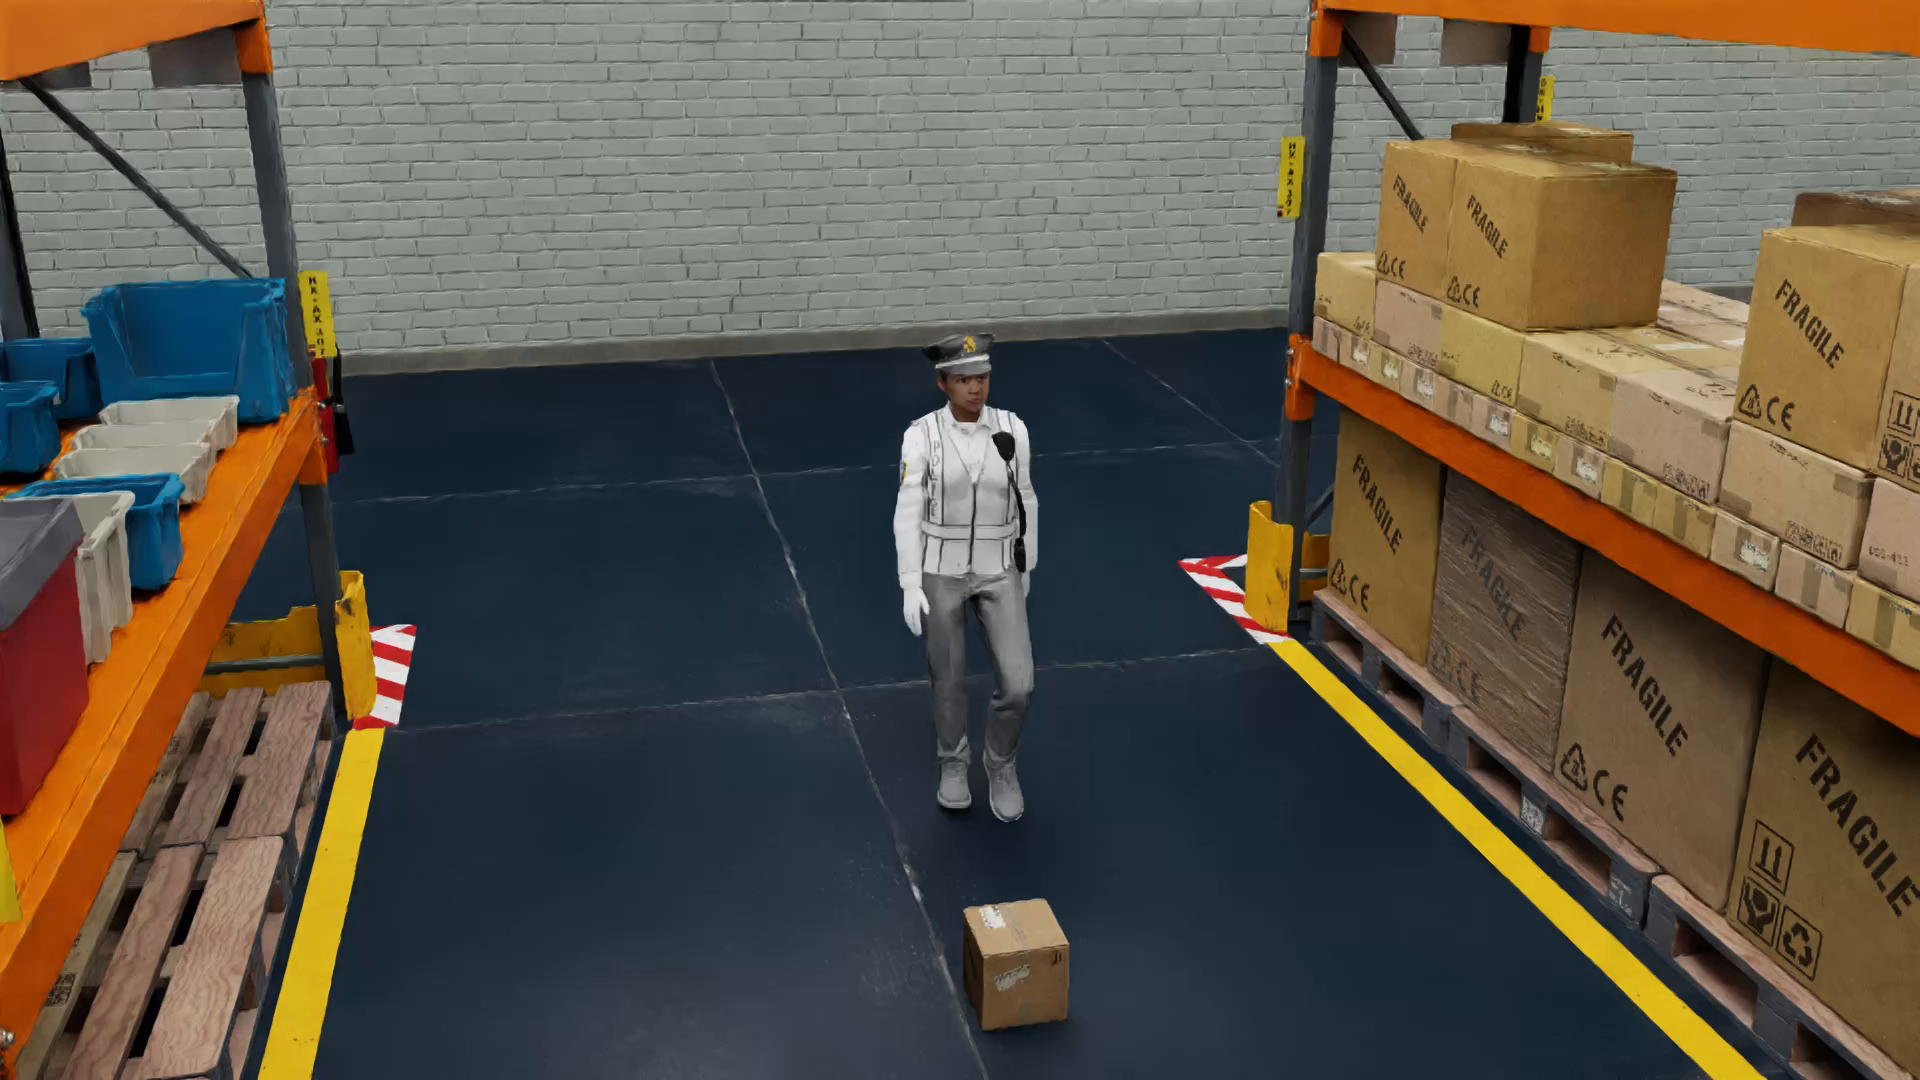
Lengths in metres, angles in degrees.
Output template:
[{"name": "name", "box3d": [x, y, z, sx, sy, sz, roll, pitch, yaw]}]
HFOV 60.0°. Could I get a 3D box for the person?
[{"name": "person", "box3d": [0.029, 0.151, 5.596, 0.501, 1.726, 0.449, -2, 20, -5]}]
